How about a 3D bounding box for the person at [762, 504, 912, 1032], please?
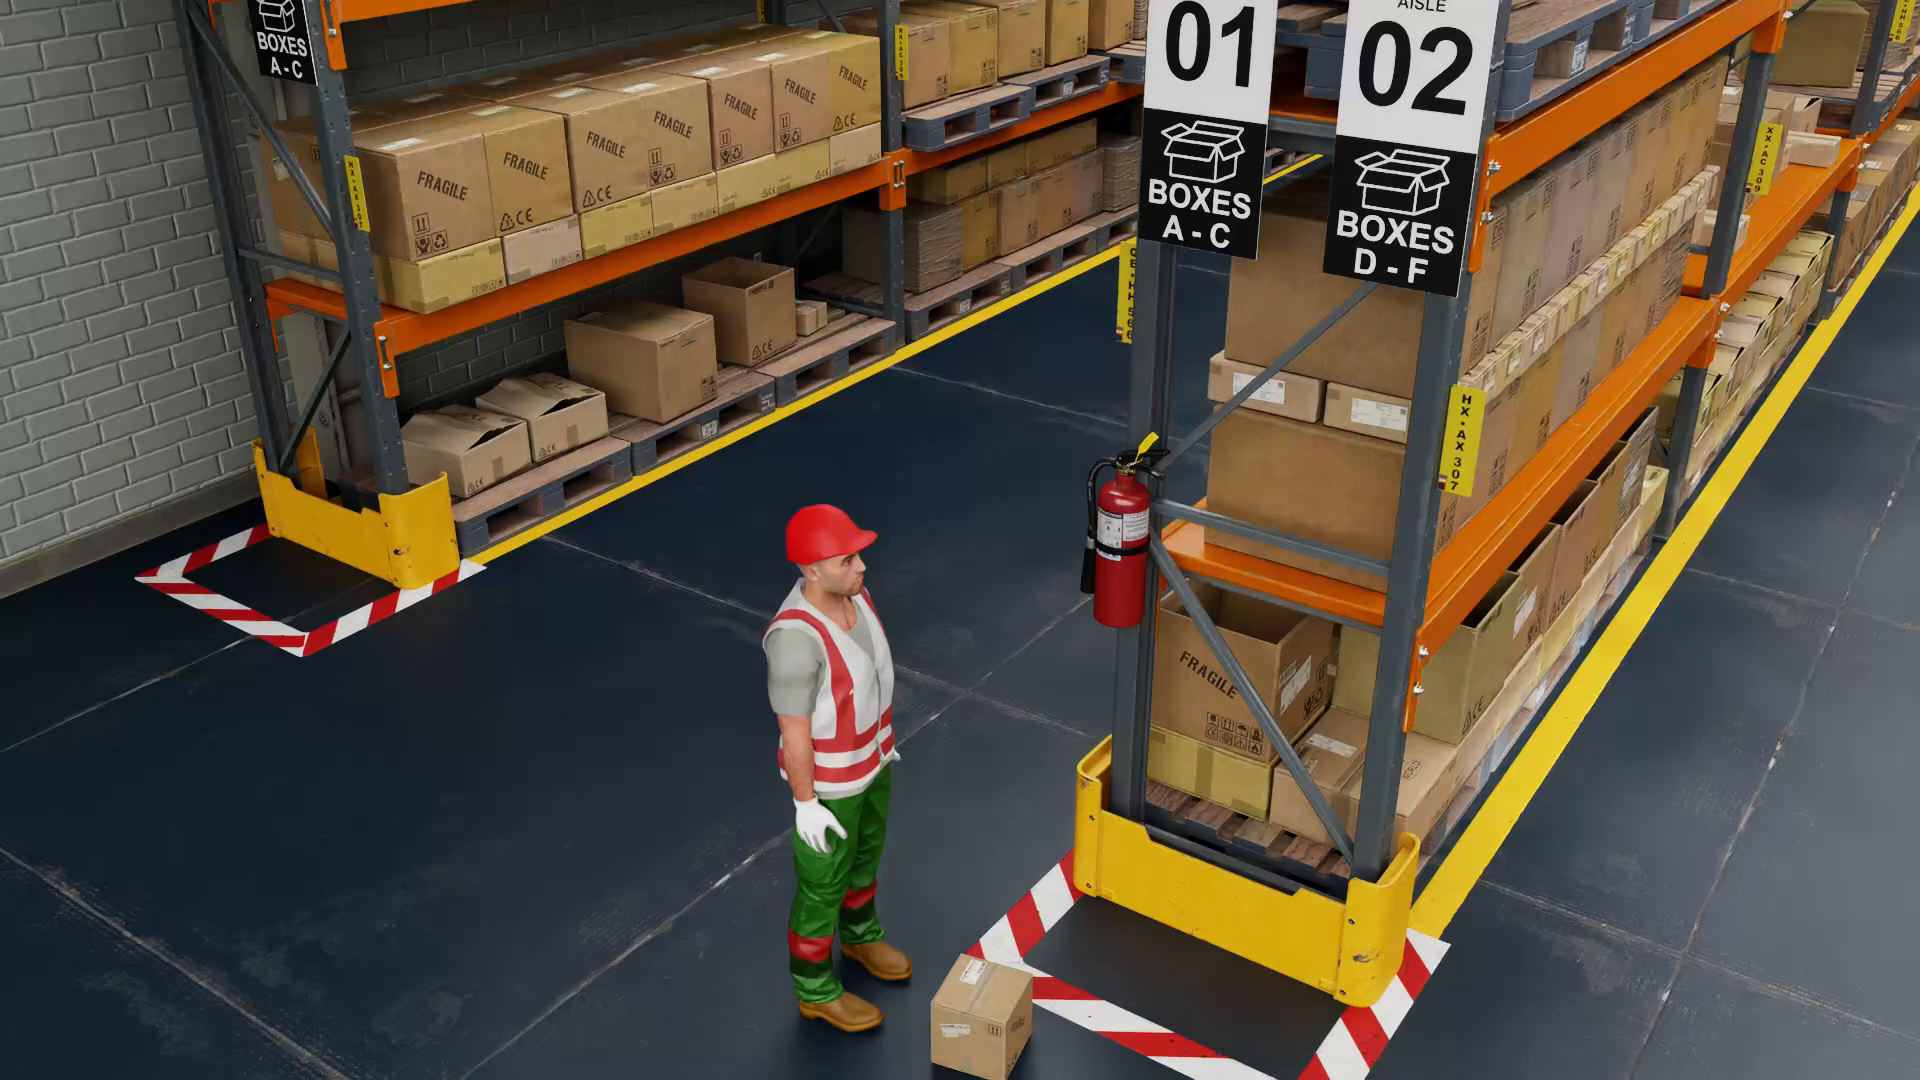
[{"bbox_3d":[-0.367,0.712,5.170,0.350,1.790,0.534,11,29,20],"label":"person"}]
